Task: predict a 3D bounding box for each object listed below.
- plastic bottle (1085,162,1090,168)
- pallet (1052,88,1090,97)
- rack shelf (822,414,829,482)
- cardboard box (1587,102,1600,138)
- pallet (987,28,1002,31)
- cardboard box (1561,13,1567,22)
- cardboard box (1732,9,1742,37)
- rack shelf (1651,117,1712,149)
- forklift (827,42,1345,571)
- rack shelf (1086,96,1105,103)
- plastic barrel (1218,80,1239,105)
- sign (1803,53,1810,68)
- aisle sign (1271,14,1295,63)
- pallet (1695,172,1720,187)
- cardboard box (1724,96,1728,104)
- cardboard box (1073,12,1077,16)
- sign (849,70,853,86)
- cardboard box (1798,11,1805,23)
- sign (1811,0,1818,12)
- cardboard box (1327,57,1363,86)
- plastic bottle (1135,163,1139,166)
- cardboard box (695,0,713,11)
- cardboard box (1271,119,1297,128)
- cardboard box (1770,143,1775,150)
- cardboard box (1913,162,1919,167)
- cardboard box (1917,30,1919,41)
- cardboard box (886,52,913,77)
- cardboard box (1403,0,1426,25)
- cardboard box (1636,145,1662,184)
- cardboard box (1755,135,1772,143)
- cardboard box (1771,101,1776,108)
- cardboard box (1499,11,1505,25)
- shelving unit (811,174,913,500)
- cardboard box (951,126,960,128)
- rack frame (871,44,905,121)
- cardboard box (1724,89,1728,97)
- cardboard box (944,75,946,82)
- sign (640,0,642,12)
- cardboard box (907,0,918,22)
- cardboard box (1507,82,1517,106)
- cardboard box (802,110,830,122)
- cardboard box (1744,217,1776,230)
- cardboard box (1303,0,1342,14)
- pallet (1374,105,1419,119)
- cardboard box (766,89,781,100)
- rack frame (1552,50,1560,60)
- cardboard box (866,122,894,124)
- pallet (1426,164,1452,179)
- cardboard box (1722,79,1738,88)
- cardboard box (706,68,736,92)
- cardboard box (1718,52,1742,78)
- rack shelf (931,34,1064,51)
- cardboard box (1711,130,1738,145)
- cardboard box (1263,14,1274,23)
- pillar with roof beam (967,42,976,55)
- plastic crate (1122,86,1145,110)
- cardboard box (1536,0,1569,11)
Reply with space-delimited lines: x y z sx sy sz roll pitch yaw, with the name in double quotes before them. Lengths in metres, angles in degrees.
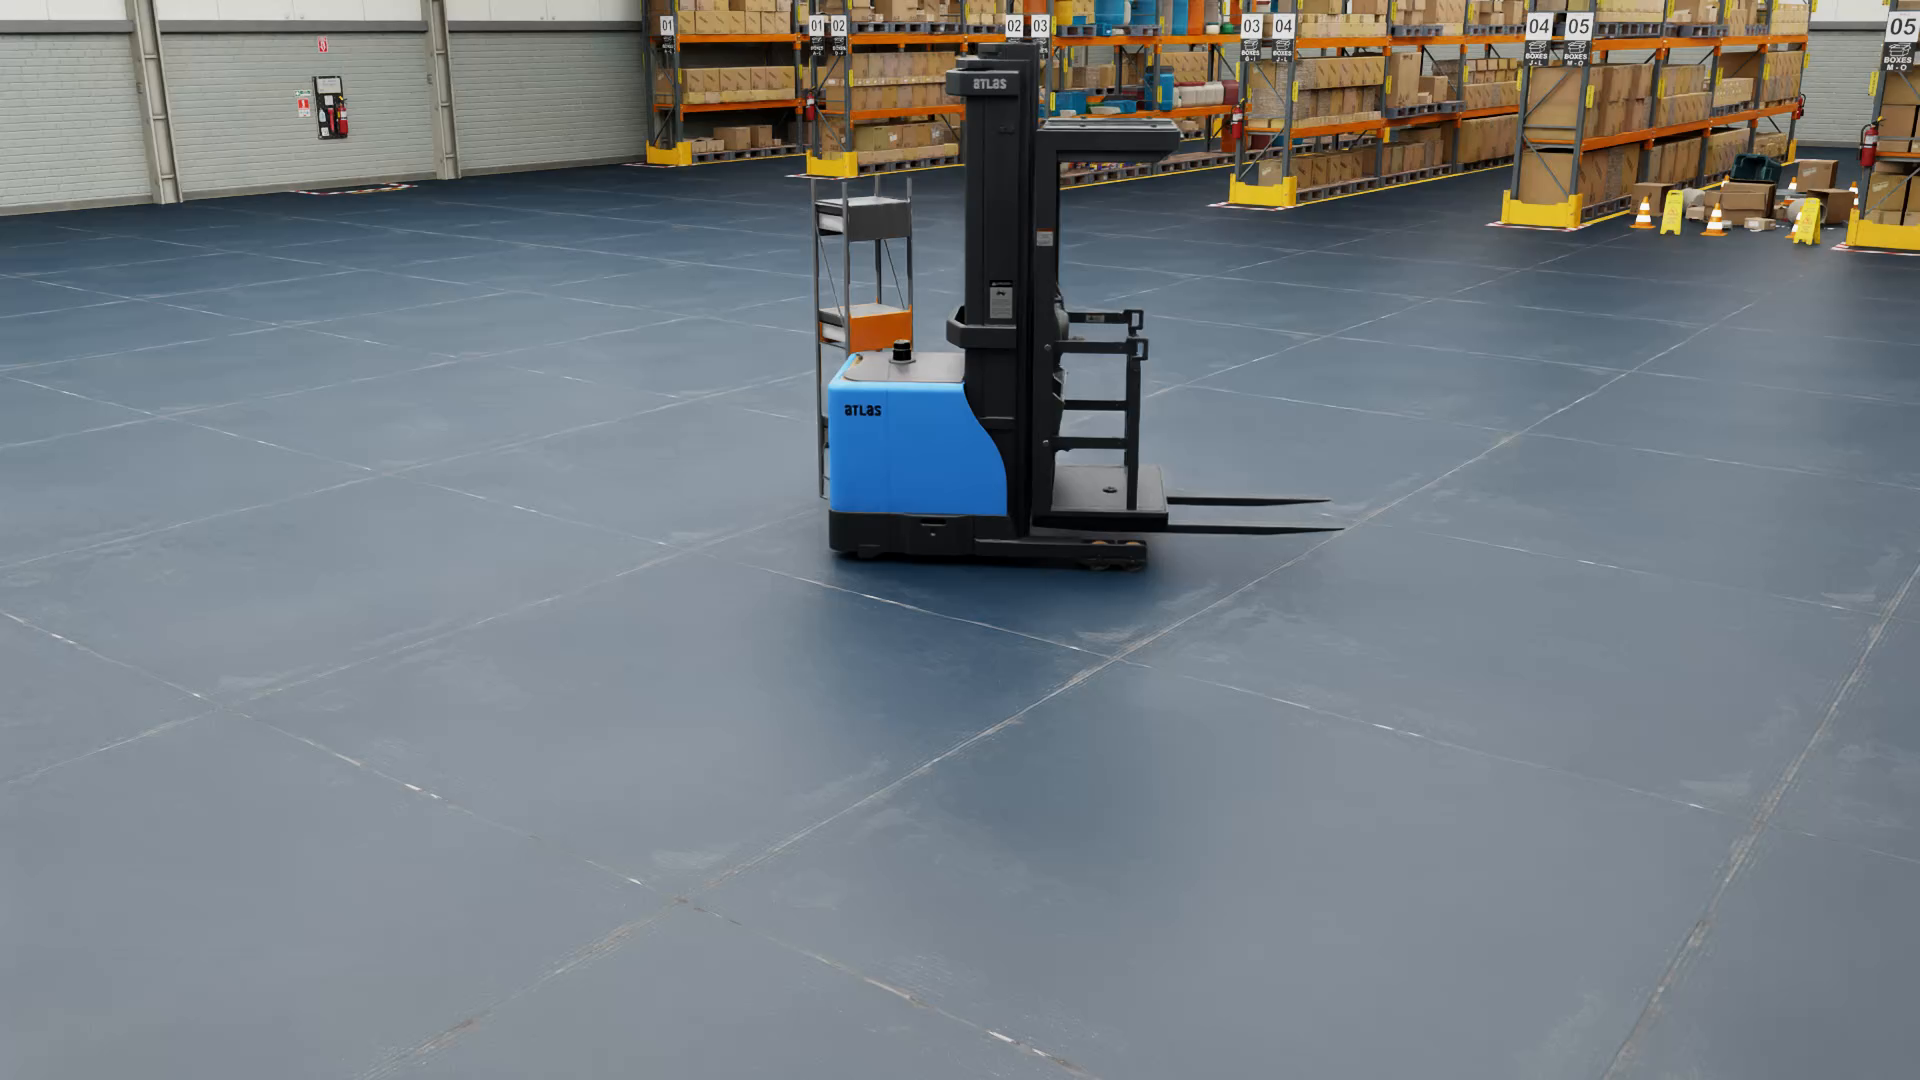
"plastic bottle" 2.643 -7.796 34.140 0.152 0.276 0.135 12 21 35
"pallet" 2.444 -11.083 41.198 1.213 0.211 1.003 12 21 35
"rack shelf" -0.625 -0.609 11.072 0.480 0.518 0.431 -12 21 -35
"cardboard box" 9.702 -6.746 26.657 0.875 0.550 0.550 12 21 35
"pallet" 0.996 -14.411 46.683 1.003 0.211 1.213 12 21 35
"cardboard box" 9.284 -8.203 26.090 0.380 0.149 0.250 13 21 35
"cardboard box" 14.820 -10.038 32.284 0.500 0.500 0.500 12 21 35
"rack shelf" 12.782 -7.529 30.643 1.077 0.370 4.000 12 21 35
"forklift" 0.765 -1.386 9.765 3.031 2.935 1.130 1 17 4
"rack shelf" 3.288 -11.133 42.250 1.077 0.370 4.000 12 21 35
"plastic barrel" 6.039 -10.025 37.240 0.600 0.536 0.708 12 21 35
"sign" 19.174 -10.855 37.656 0.100 0.325 0.005 12 21 35
"aisle sign" 5.488 -8.517 28.230 0.394 0.787 0.004 12 21 35
"pallet" 14.440 -7.203 33.082 1.003 0.211 1.213 12 21 35
"cardboard box" 15.039 -8.757 33.100 0.380 0.149 0.250 13 22 36
"cardboard box" 2.330 -12.591 40.504 0.910 0.500 0.500 12 21 35
"sign" -2.228 -9.447 34.013 0.100 0.325 0.005 12 21 35
"cardboard box" 18.367 -11.577 36.818 0.500 0.250 0.500 12 21 33
"sign" 19.174 -12.007 37.298 0.100 0.325 0.005 12 21 35
"cardboard box" 7.024 -8.570 30.426 0.500 0.500 0.500 12 21 35
"plastic bottle" 3.668 -7.912 34.501 0.061 0.283 0.133 14 22 37
"cardboard box" -5.886 -12.096 37.192 0.500 0.500 0.500 12 21 34
"cardboard box" 5.645 -7.250 28.954 0.380 0.149 0.250 12 21 35
"cardboard box" 17.881 -8.752 36.965 0.380 0.149 0.250 14 22 37
"cardboard box" 14.472 -5.801 25.437 0.380 0.149 0.250 14 22 38
"cardboard box" 13.231 -7.040 23.220 0.380 0.149 0.250 13 21 35
"cardboard box" -1.443 -10.250 35.836 0.700 0.500 0.500 12 21 35
"cardboard box" 8.587 -10.298 32.407 0.797 0.503 0.637 13 22 37
"cardboard box" 11.888 -6.686 29.801 1.050 0.750 0.750 12 21 34
"cardboard box" 17.814 -8.905 36.958 0.380 0.149 0.250 12 21 33
"cardboard box" 17.534 -9.513 36.244 0.380 0.149 0.250 14 22 37
"cardboard box" 11.708 -11.547 36.754 0.500 0.311 0.500 12 21 33
"shelving unit" -0.625 -1.291 10.860 0.503 2.100 0.431 -12 21 -35
"cardboard box" 0.030 -9.475 38.681 0.500 0.311 0.500 13 22 36
"rack frame" -1.884 -11.875 43.426 1.000 3.000 0.127 12 21 35
"cardboard box" 15.038 -8.899 33.057 0.380 0.149 0.250 12 21 35
"cardboard box" -0.425 -10.244 36.912 0.380 0.149 0.250 12 21 34
"sign" -7.084 -11.928 37.045 0.100 0.325 0.005 12 21 35
"cardboard box" -1.369 -11.427 35.807 0.797 0.503 0.637 15 23 41
"cardboard box" 12.074 -9.973 37.133 0.500 0.500 0.500 13 22 36
"cardboard box" -3.582 -10.581 41.466 0.500 0.250 0.500 12 21 34
"cardboard box" 12.401 -4.900 25.772 0.250 0.149 0.380 -7 19 -22
"cardboard box" 6.385 -9.511 29.241 0.500 0.500 0.500 12 21 34
"pallet" 8.239 -8.361 32.434 1.003 0.211 1.213 12 21 35
"cardboard box" -4.609 -10.577 39.464 0.500 0.250 0.500 13 21 35
"rack frame" 14.817 -11.155 41.106 1.000 3.000 0.127 12 21 35
"cardboard box" -1.706 -8.881 36.447 0.500 0.500 0.500 12 21 35
"pallet" 9.584 -7.732 34.785 1.003 0.211 1.213 12 21 35
"cardboard box" 15.497 -9.226 33.607 0.380 0.149 0.250 11 21 32
"cardboard box" -5.509 -10.564 38.159 0.500 0.500 0.500 12 21 33
"cardboard box" 16.420 -10.128 35.445 0.500 0.500 0.500 12 21 33
"rack shelf" 0.905 -11.613 38.738 1.077 0.370 4.000 12 21 35
"cardboard box" 15.496 -8.196 33.820 0.500 0.250 0.500 11 21 32
"cardboard box" 5.199 -9.016 28.743 0.380 0.149 0.250 12 21 35
"pillar with roof beam" 3.679 -15.252 44.183 9.100 9.000 0.400 12 21 35
"plastic crate" 3.732 -9.372 35.256 0.402 0.464 0.583 12 21 35
"cardboard box" 9.274 -8.360 25.925 0.500 0.250 0.500 13 21 35
